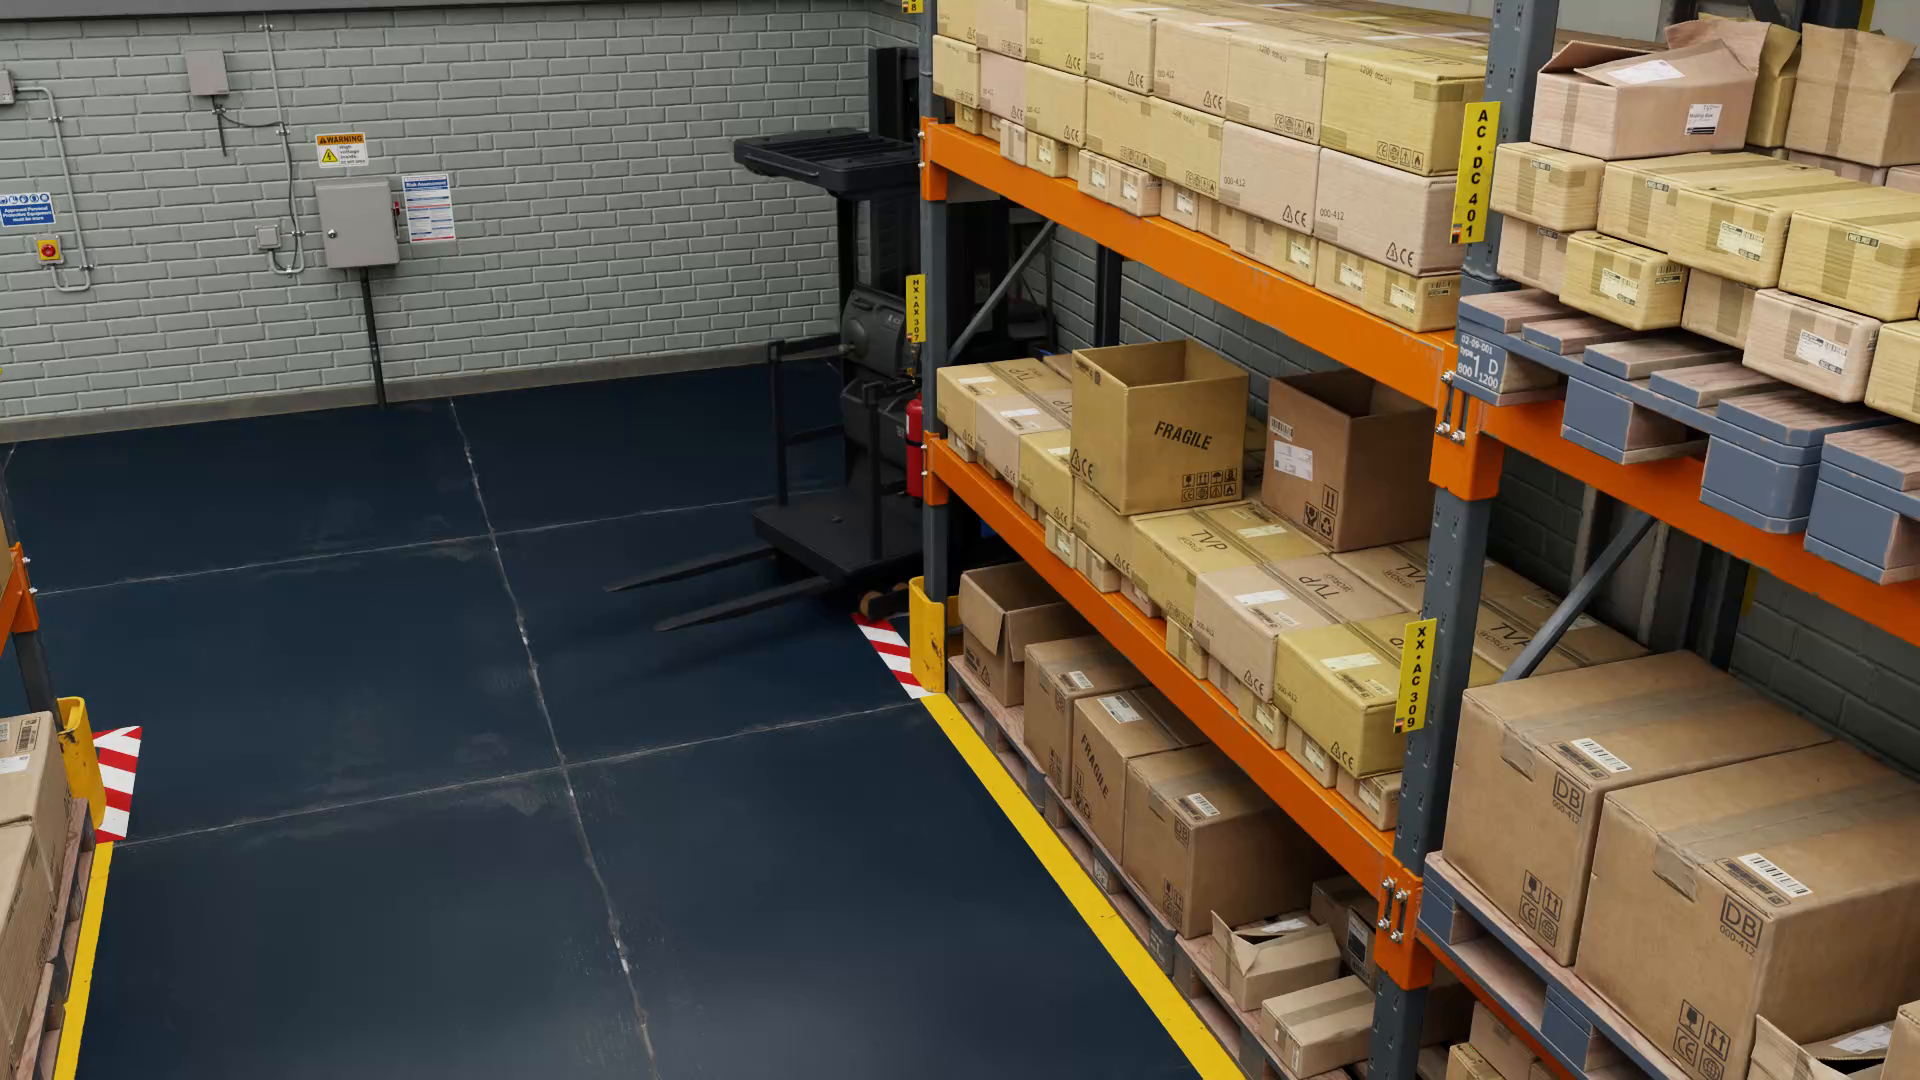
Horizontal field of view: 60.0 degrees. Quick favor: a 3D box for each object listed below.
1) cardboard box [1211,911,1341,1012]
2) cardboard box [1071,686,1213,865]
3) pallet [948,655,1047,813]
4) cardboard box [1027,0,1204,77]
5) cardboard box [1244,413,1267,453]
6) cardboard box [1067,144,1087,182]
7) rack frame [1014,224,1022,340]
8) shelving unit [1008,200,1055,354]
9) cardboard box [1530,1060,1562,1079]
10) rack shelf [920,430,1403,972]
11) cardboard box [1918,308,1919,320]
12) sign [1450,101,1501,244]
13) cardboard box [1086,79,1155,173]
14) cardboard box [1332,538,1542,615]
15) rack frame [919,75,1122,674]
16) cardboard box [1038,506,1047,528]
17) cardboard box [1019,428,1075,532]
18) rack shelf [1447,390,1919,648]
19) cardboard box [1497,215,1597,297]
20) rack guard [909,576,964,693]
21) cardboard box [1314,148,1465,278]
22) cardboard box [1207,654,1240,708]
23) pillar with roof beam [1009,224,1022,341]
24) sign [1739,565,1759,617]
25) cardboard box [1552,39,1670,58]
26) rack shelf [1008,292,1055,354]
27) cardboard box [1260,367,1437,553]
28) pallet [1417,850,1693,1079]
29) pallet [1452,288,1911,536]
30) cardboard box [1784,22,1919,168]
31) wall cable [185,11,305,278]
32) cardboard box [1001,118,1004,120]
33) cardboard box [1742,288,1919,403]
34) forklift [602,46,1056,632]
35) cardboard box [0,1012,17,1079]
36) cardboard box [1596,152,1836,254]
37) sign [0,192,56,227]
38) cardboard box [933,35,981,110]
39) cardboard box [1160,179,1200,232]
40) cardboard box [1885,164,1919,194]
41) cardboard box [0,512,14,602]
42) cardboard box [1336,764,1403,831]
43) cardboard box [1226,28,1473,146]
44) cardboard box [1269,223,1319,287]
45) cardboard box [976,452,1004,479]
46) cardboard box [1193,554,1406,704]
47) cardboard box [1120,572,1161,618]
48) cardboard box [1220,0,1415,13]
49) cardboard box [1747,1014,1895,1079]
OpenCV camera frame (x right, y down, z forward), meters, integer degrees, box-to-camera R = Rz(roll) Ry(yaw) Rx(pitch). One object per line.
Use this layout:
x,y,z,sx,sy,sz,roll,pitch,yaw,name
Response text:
1.118,1.459,5.907,0.396,0.266,0.258,-7,24,-17,cardboard box
0.788,0.946,6.821,0.500,0.500,0.500,-8,24,-18,cardboard box
0.612,0.833,8.002,1.003,0.211,1.213,-8,24,-19,pallet
0.576,-1.886,6.167,0.500,0.250,0.500,-9,24,-20,cardboard box
1.065,-0.338,7.001,0.500,0.250,0.500,-8,24,-17,cardboard box
0.625,-1.421,6.220,0.380,0.149,0.250,-9,24,-20,cardboard box
0.216,-1.330,10.693,0.400,2.100,0.015,-8,18,-19,rack frame
0.303,-1.267,10.474,0.431,2.100,0.503,-8,18,-19,shelving unit
1.730,1.461,4.381,0.380,0.149,0.250,-10,25,-22,cardboard box
1.009,0.289,6.629,1.077,0.370,4.000,-8,24,-19,rack shelf
1.882,-0.430,2.818,0.380,0.149,0.250,-8,24,-18,cardboard box
1.210,-0.859,3.899,0.100,0.325,0.005,-8,24,-19,sign
0.776,-1.466,5.815,0.500,0.250,0.500,-9,24,-20,cardboard box
1.609,0.218,5.681,0.500,0.250,0.500,-9,24,-19,cardboard box
0.302,-0.769,8.213,1.000,3.000,0.127,-8,24,-19,rack frame
0.551,-0.124,7.005,0.380,0.149,0.250,-8,24,-18,cardboard box
0.571,-0.269,6.835,0.500,0.250,0.500,-9,24,-20,cardboard box
2.422,0.360,2.598,1.077,0.370,4.000,-8,24,-19,rack shelf
1.449,-0.659,3.743,0.380,0.149,0.250,-8,24,-18,cardboard box
0.329,0.410,8.633,1.175,0.500,0.348,-8,24,-19,rack guard
1.310,-0.907,4.488,0.500,0.250,0.500,-8,24,-19,cardboard box
1.072,0.437,5.675,0.380,0.149,0.250,-8,24,-18,cardboard box
-3.835,-4.046,8.264,9.100,9.000,0.400,-8,24,-19,pillar with roof beam
2.233,0.073,4.724,0.100,0.325,0.005,-8,24,-19,sign
1.806,-1.215,4.576,0.500,0.250,0.500,-9,24,-20,cardboard box
0.304,-1.254,10.478,0.431,0.518,0.480,-8,18,-19,rack shelf
1.438,-0.307,5.961,0.500,0.500,0.500,-9,24,-20,cardboard box
1.895,1.078,4.078,1.003,0.211,1.213,-8,24,-19,pallet
1.880,-0.365,3.634,1.213,0.211,1.003,-8,24,-19,pallet
2.012,-0.957,3.533,0.396,0.266,0.258,-8,24,-19,cardboard box
-5.031,-2.799,11.722,0.588,1.984,0.122,-8,24,-19,wall cable
0.389,-1.701,6.885,0.380,0.149,0.250,-8,24,-19,cardboard box
1.698,-0.378,3.076,0.380,0.149,0.250,-8,24,-18,cardboard box
-0.541,-1.132,9.161,3.031,2.935,1.130,-16,28,-33,forklift
-3.365,1.786,4.910,0.875,0.438,0.875,-9,25,-21,cardboard box
1.571,-0.703,3.465,0.380,0.149,0.250,-8,24,-18,cardboard box
-6.421,-2.273,11.432,0.327,0.218,0.001,-8,24,-19,sign
0.203,-2.021,7.130,0.500,0.250,0.500,-9,24,-20,cardboard box
0.897,-1.142,5.560,0.380,0.149,0.250,-8,24,-18,cardboard box
2.139,-0.686,3.425,0.380,0.149,0.250,-9,24,-20,cardboard box
-3.922,0.006,6.245,0.500,0.500,0.500,-8,24,-19,cardboard box
1.366,0.719,5.006,0.380,0.149,0.250,-8,24,-18,cardboard box
1.124,-1.330,4.848,0.500,0.250,0.500,-9,24,-20,cardboard box
1.142,-0.861,4.891,0.380,0.149,0.250,-8,24,-17,cardboard box
0.295,-0.410,7.685,0.380,0.149,0.250,-8,24,-18,cardboard box
1.116,0.285,5.523,0.500,0.250,0.500,-8,24,-19,cardboard box
0.838,0.156,6.342,0.380,0.149,0.250,-8,24,-19,cardboard box
1.247,-1.766,5.883,0.500,0.250,0.500,-8,24,-19,cardboard box
1.847,1.110,3.387,0.396,0.266,0.258,-7,24,-16,cardboard box
